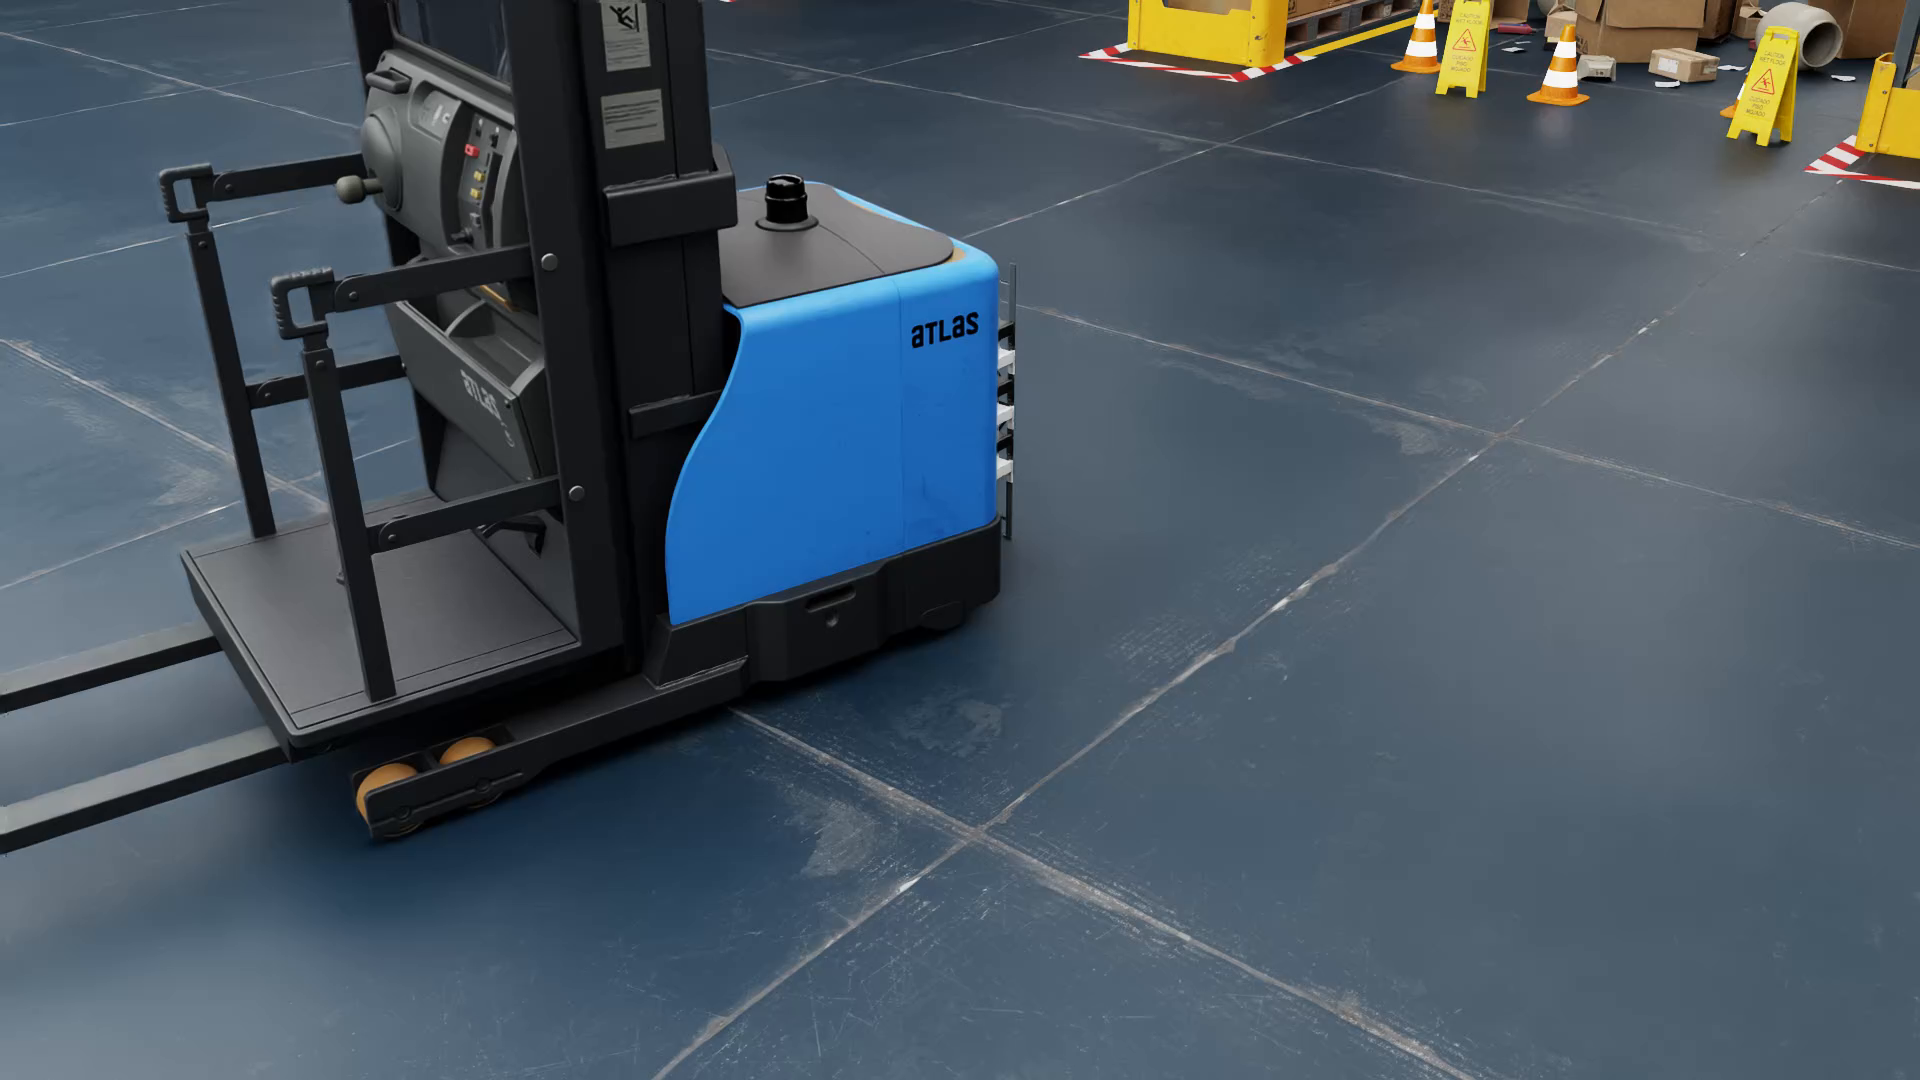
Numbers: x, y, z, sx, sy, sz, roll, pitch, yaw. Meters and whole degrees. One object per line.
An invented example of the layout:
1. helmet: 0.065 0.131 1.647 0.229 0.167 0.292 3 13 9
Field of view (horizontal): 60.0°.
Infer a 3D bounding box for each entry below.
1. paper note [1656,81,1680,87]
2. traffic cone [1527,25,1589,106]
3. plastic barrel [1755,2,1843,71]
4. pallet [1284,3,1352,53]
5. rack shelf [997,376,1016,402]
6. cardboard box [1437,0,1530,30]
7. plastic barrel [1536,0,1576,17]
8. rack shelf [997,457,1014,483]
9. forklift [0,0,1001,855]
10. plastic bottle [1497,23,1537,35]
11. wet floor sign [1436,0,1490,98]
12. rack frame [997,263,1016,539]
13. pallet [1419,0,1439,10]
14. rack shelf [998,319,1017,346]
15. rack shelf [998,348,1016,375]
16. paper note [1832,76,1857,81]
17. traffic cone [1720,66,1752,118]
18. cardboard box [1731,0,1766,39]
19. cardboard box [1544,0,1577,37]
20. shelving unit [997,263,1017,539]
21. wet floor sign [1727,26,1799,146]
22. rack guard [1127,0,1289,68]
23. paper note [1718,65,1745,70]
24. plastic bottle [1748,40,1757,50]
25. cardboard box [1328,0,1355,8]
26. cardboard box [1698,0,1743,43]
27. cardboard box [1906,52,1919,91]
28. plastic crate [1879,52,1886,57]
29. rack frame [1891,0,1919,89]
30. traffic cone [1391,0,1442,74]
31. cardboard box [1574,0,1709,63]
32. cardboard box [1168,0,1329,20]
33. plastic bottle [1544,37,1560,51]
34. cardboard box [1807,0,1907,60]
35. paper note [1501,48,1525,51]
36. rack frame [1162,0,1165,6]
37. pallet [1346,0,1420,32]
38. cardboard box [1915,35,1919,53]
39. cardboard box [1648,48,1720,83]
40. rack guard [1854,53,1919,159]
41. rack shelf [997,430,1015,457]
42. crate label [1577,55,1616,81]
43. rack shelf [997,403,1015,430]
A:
1. paper note: 4.733 -3.053 11.118 0.148 0.019 0.142 9 29 17
2. traffic cone: 3.873 -3.061 10.664 0.336 0.463 0.334 21 34 34
3. plastic barrel: 5.814 -3.485 11.527 0.421 0.421 0.512 -5 28 -9
4. pallet: 2.232 -3.934 12.624 1.003 0.211 1.213 21 34 34
5. rack shelf: 0.005 -0.453 5.023 0.258 0.077 0.200 21 34 34
6. cardboard box: 4.133 -4.325 13.063 0.500 0.500 0.500 -21 34 -35
7. plastic barrel: 4.791 -4.289 13.080 0.421 0.421 0.512 -5 28 -9
8. rack shelf: 0.005 -0.213 5.147 0.258 0.077 0.200 21 34 34
9. forklift: -1.382 -0.883 3.766 3.031 2.935 1.130 -18 32 -31
10. plastic bottle: 4.281 -3.925 12.770 0.283 0.061 0.133 9 29 17
11. wet floor sign: 3.294 -3.231 10.794 0.267 0.644 0.232 15 31 26
12. rack frame: 0.070 -0.439 5.118 0.240 0.900 0.006 21 34 34
13. pallet: 3.784 -4.799 14.296 1.003 0.211 1.213 21 34 34
14. rack shelf: 0.005 -0.613 4.940 0.258 0.077 0.200 21 34 34
15. rack shelf: 0.005 -0.533 4.981 0.258 0.077 0.200 21 34 34
16. paper note: 6.008 -3.145 11.297 0.142 0.019 0.148 9 29 17
17. traffic cone: 4.946 -2.858 10.270 0.336 0.463 0.334 21 34 34
18. cardboard box: 6.038 -3.997 12.688 0.258 0.266 0.396 0 27 0
19. cardboard box: 4.656 -3.922 12.542 0.258 0.266 0.396 -21 34 -35
20. shelving unit: 0.005 -0.403 5.049 0.258 0.900 0.210 21 34 34
21. wet floor sign: 4.722 -2.655 9.679 0.232 0.644 0.267 -15 31 -27
22. rack guard: 1.769 -3.747 11.949 1.175 0.500 0.348 21 34 34
23. paper note: 5.389 -3.305 11.619 0.142 0.019 0.148 -15 31 -27
24. plastic bottle: 5.944 -3.659 12.256 0.283 0.061 0.133 -21 34 -35
25. cardboard box: 2.723 -4.681 12.889 0.875 0.875 0.875 20 34 34
26. cardboard box: 5.420 -4.103 12.486 0.797 0.637 0.503 21 34 34
27. cardboard box: 5.990 -2.794 9.922 0.500 0.250 0.500 21 34 34
28. plastic crate: 6.581 -3.259 11.463 0.402 0.080 0.583 9 29 17
29. rack frame: 5.668 -3.455 8.664 1.000 3.000 0.127 21 34 34
30. traffic cone: 3.218 -3.512 11.536 0.336 0.463 0.334 21 34 34
31. cardboard box: 4.832 -3.709 11.872 0.797 0.503 0.637 0 27 0
32. cardboard box: 2.165 -4.368 12.285 0.875 0.875 0.875 21 34 35
33. plastic bottle: 4.387 -3.667 12.272 0.133 0.061 0.283 9 29 17
34. cardboard box: 6.481 -3.782 12.013 0.500 0.500 0.500 -5 28 -9
35. paper note: 4.065 -3.591 12.161 0.142 0.017 0.144 -15 31 -27
36. rack frame: 1.784 -4.866 11.391 1.000 3.000 0.127 21 34 34
37. pallet: 3.009 -4.364 13.456 1.003 0.211 1.213 21 34 34
38. cardboard box: 5.976 -3.114 9.723 0.500 0.500 0.500 21 34 35
39. cardboard box: 4.943 -3.244 11.358 0.250 0.149 0.380 -10 29 -18
40. rack guard: 5.716 -2.372 9.290 1.175 0.500 0.348 21 34 34
41. rack shelf: 0.005 -0.293 5.105 0.258 0.077 0.200 21 34 34
42. crate label: 4.326 -3.214 11.313 0.250 0.136 0.298 4 28 8
43. rack shelf: 0.005 -0.373 5.064 0.258 0.077 0.200 21 34 34
